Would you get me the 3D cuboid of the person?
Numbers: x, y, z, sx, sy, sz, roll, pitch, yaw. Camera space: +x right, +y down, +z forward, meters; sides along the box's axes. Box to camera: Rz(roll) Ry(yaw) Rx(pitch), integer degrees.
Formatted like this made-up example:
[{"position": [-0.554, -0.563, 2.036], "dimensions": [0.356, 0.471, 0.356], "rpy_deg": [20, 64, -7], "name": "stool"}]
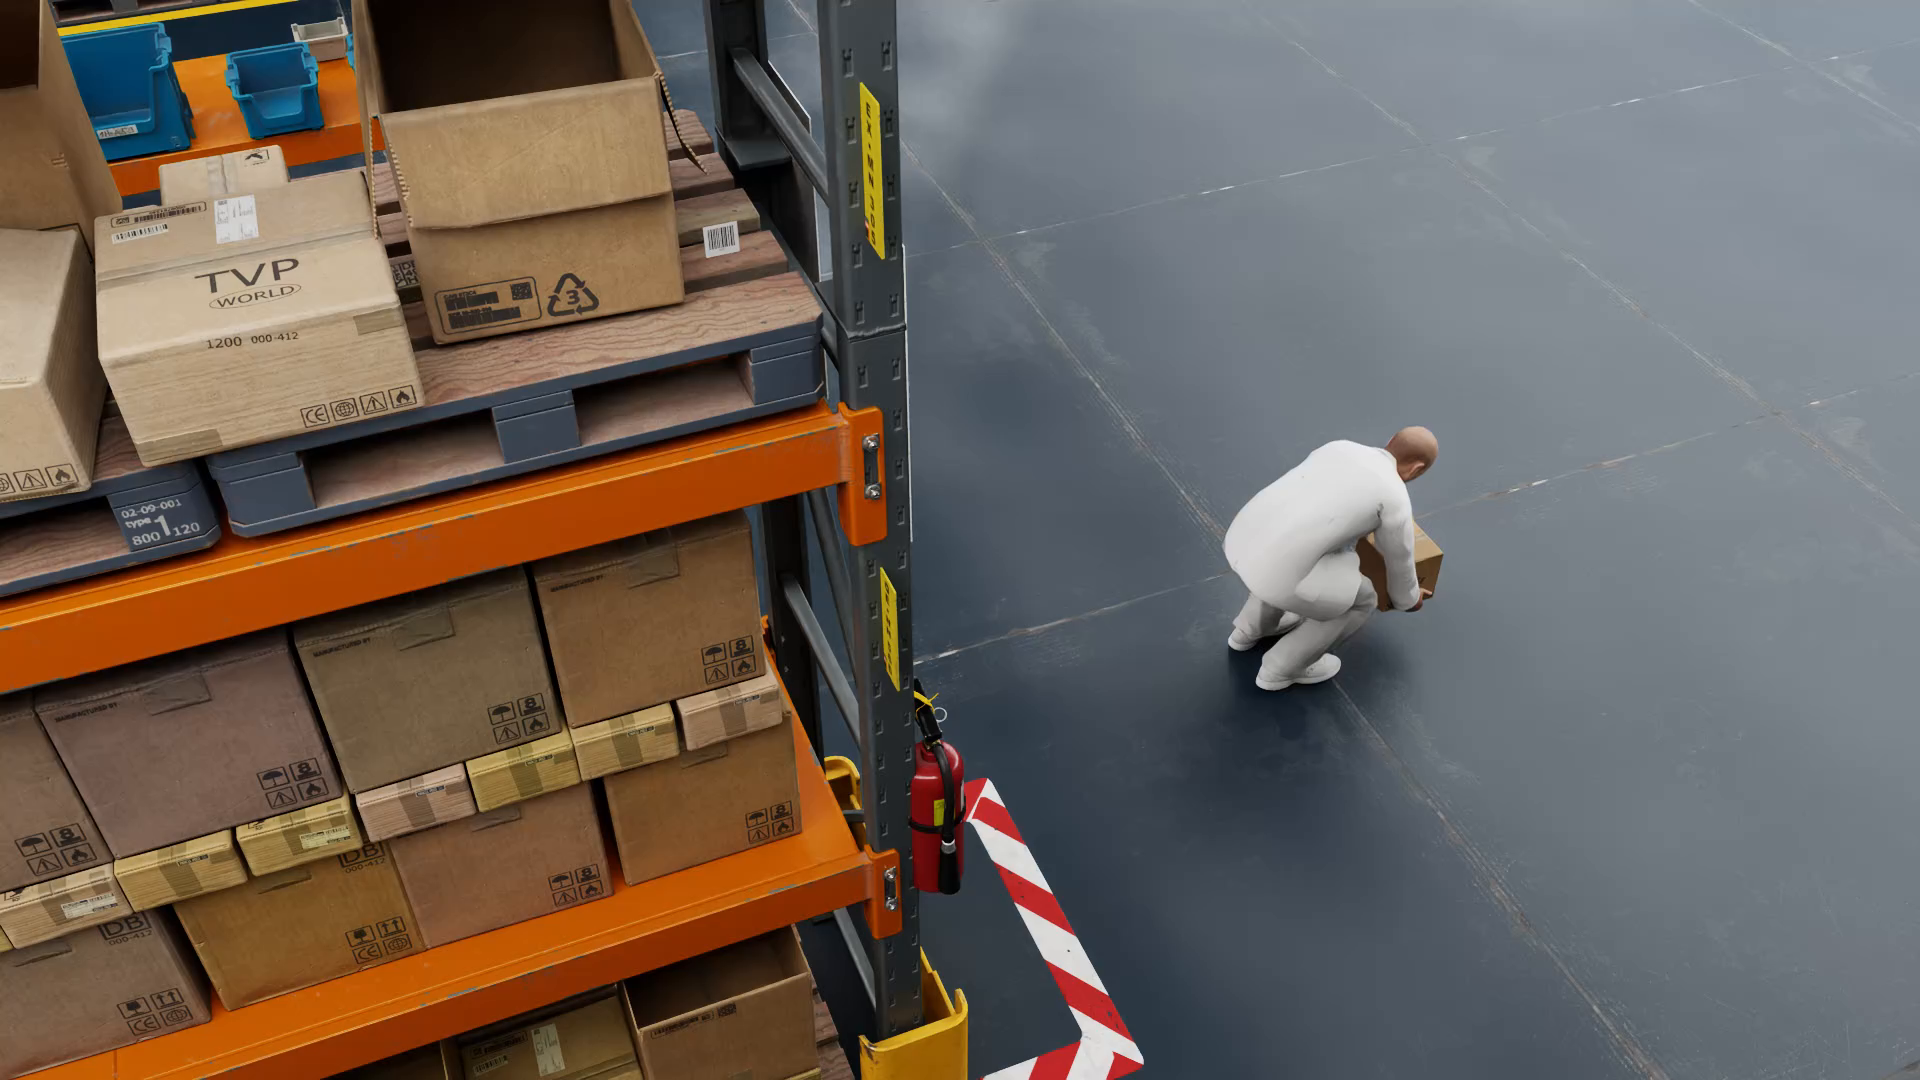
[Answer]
[{"position": [1.484, 0.066, 6.683], "dimensions": [0.938, 1.004, 0.591], "rpy_deg": [-17, 44, -18], "name": "person"}]
